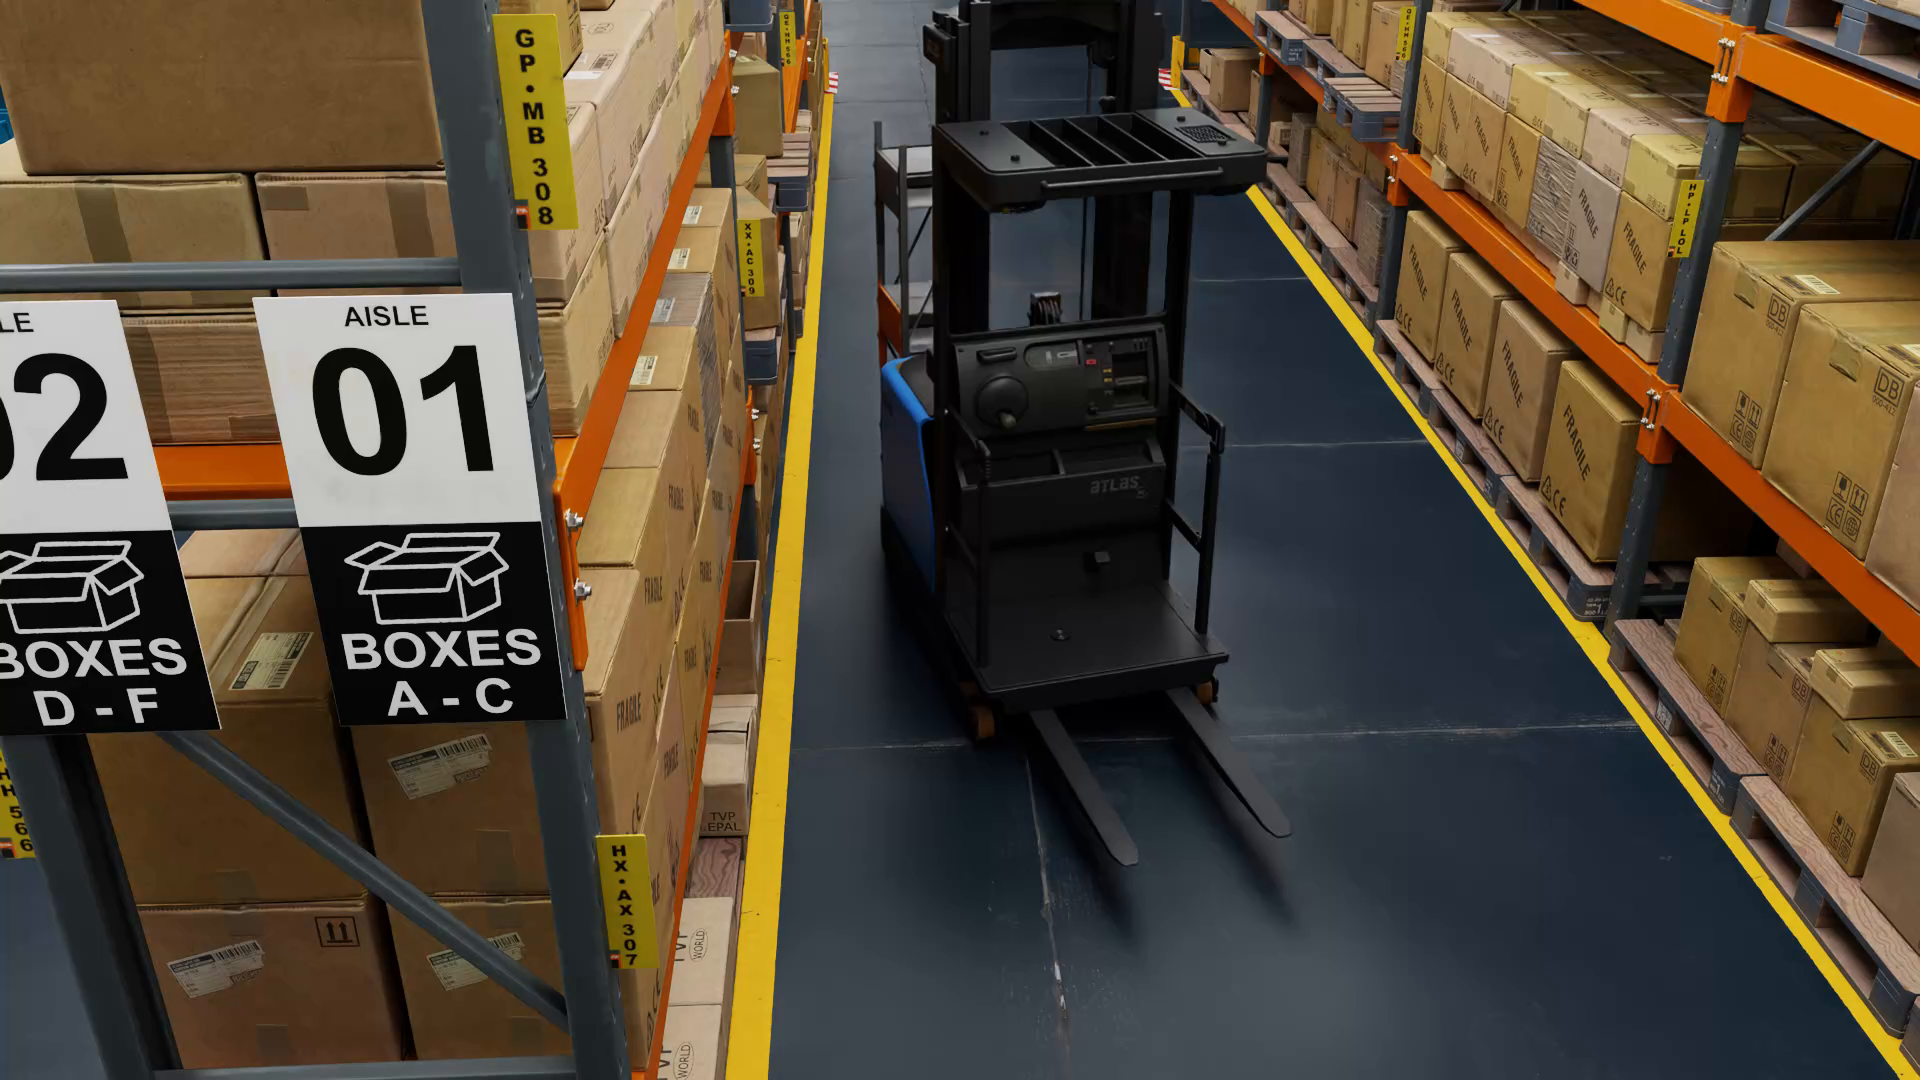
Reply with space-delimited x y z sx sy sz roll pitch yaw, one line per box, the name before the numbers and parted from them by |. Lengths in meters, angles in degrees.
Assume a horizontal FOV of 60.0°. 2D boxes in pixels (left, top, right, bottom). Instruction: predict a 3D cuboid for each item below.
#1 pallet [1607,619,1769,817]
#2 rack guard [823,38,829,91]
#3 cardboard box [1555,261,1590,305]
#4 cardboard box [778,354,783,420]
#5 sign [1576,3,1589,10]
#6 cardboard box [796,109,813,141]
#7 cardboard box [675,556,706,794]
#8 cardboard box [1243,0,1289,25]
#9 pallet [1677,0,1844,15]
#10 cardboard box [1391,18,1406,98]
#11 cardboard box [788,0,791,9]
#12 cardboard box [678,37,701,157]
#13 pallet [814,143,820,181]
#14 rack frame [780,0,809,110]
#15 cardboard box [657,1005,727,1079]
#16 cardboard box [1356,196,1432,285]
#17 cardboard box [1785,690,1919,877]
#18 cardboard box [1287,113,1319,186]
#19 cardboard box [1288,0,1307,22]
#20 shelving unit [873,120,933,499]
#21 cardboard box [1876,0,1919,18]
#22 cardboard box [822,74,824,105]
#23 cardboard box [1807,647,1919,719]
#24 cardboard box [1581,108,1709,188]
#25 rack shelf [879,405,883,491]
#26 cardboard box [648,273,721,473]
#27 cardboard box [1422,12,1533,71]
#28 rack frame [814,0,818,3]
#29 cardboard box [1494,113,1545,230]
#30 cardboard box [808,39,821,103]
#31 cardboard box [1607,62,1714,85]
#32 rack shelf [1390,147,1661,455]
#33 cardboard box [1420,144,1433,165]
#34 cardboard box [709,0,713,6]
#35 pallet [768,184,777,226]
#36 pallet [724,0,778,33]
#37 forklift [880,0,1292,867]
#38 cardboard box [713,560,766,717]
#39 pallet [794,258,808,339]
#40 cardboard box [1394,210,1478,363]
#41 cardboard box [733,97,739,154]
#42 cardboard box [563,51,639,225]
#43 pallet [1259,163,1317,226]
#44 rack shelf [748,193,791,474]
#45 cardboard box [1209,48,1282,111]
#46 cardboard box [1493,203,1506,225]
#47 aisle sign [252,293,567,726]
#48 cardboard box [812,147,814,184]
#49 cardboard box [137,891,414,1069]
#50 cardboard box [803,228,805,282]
pallet | 3.512 0.722 7.138 1.003 0.211 1.213 -1 28 -3
rack guard | -2.025 -5.191 18.162 1.175 0.500 0.348 -1 28 -3
cardboard box | 3.172 -1.272 8.195 0.380 0.149 0.250 -1 28 -3
cardboard box | -1.296 -1.015 9.680 0.500 0.500 0.500 -2 28 -5
sign | 3.895 -3.243 10.473 0.100 0.325 0.005 -1 28 -3
cardboard box | -1.507 -3.477 14.085 0.500 0.311 0.500 -1 28 -3
cardboard box | -1.003 0.375 4.679 0.500 0.500 0.500 -1 28 -3
cardboard box | 2.805 -4.716 14.689 0.500 0.250 0.500 -1 28 -3
pallet | 3.453 -2.535 7.330 0.805 0.209 1.217 -2 28 -5
cardboard box | 3.307 -3.171 11.003 0.700 0.500 0.500 -5 28 -9
cardboard box | -1.878 -4.934 14.857 0.700 0.500 0.500 -2 28 -3
cardboard box | -1.056 -1.330 4.975 0.500 0.250 0.500 -1 28 -3
pallet | -1.814 -3.573 15.372 1.003 0.211 1.213 -1 28 -3
rack frame | -1.815 -4.441 14.021 1.000 3.000 0.127 -1 28 -3
cardboard box | -0.959 1.636 4.867 0.500 0.250 0.500 -1 28 -3
cardboard box | 3.251 -2.133 11.824 0.700 0.500 0.500 -1 28 -2
cardboard box | 3.534 0.871 6.085 0.700 0.500 0.500 -1 28 -1
cardboard box | 3.187 -3.310 14.079 0.700 0.500 0.500 0 28 -1
cardboard box | 3.125 -4.566 13.677 0.700 0.500 0.500 -1 28 -2
shelving unit | -0.159 -1.040 8.473 0.431 2.100 0.503 -8 28 -14
cardboard box | 3.335 -1.801 5.315 0.500 0.250 0.500 -2 28 -4
cardboard box | -1.634 -4.553 16.756 0.500 0.250 0.500 -1 28 -3
cardboard box | 3.350 0.518 6.061 0.380 0.149 0.250 -2 28 -4
cardboard box | 3.253 -1.831 7.755 0.500 0.250 0.500 -1 28 -2
rack shelf | -0.159 -0.407 8.803 0.431 0.518 0.480 -8 28 -14
cardboard box | -1.056 -0.538 5.348 0.500 0.500 0.500 -1 28 -2
cardboard box | 3.109 -3.004 10.003 0.500 0.250 0.500 -1 28 -1
rack frame | -2.023 -6.288 17.563 1.000 3.000 0.127 -1 28 -3
cardboard box | 3.189 -1.958 8.809 0.500 0.500 0.500 -1 28 -1
cardboard box | -1.578 -4.424 15.697 0.500 0.500 0.500 -1 28 -3
cardboard box | 3.698 -2.318 8.689 0.500 0.250 0.500 -2 28 -4
rack shelf | 3.446 -1.473 9.108 1.077 0.370 4.000 -1 28 -3
cardboard box | 3.127 -2.455 10.463 0.380 0.149 0.250 -2 28 -3
cardboard box | -1.100 -2.014 5.745 0.500 0.250 0.500 -1 28 -3
pallet | -1.499 -1.611 8.802 1.003 0.211 1.213 -1 28 -3
pallet | -1.361 -2.296 6.868 1.213 0.211 1.003 -1 28 -3
forklift | 0.495 -0.639 6.806 1.130 2.935 3.031 -8 28 -14
cardboard box | -1.084 0.423 6.923 0.500 0.500 0.500 -1 28 -3
pallet | -1.610 -1.739 11.855 1.003 0.211 1.213 -1 28 -3
cardboard box | 3.248 -1.605 10.455 0.750 0.750 0.750 -2 28 -3
cardboard box | -1.603 -2.109 8.988 0.700 0.500 0.500 4 28 7
cardboard box | -0.974 -0.859 3.531 0.500 0.250 0.500 -1 28 -3
pallet | 3.174 -2.966 14.209 1.003 0.211 1.213 -1 28 -3
rack shelf | -1.501 -1.351 8.875 1.077 0.370 4.000 -1 28 -3
cardboard box | 2.888 -4.571 16.499 0.700 0.500 0.500 -3 28 -6
cardboard box | 3.222 -1.861 9.325 0.380 0.149 0.250 -1 28 -2
aisle sign | -0.891 -0.028 2.748 0.394 0.787 0.004 -1 28 -3
cardboard box | -1.503 -3.224 14.206 0.500 0.250 0.500 -2 28 -3
cardboard box | -1.483 0.856 3.757 0.500 0.500 0.500 -1 28 -1
cardboard box | -1.367 -2.042 11.941 0.500 0.250 0.500 -2 28 -4
